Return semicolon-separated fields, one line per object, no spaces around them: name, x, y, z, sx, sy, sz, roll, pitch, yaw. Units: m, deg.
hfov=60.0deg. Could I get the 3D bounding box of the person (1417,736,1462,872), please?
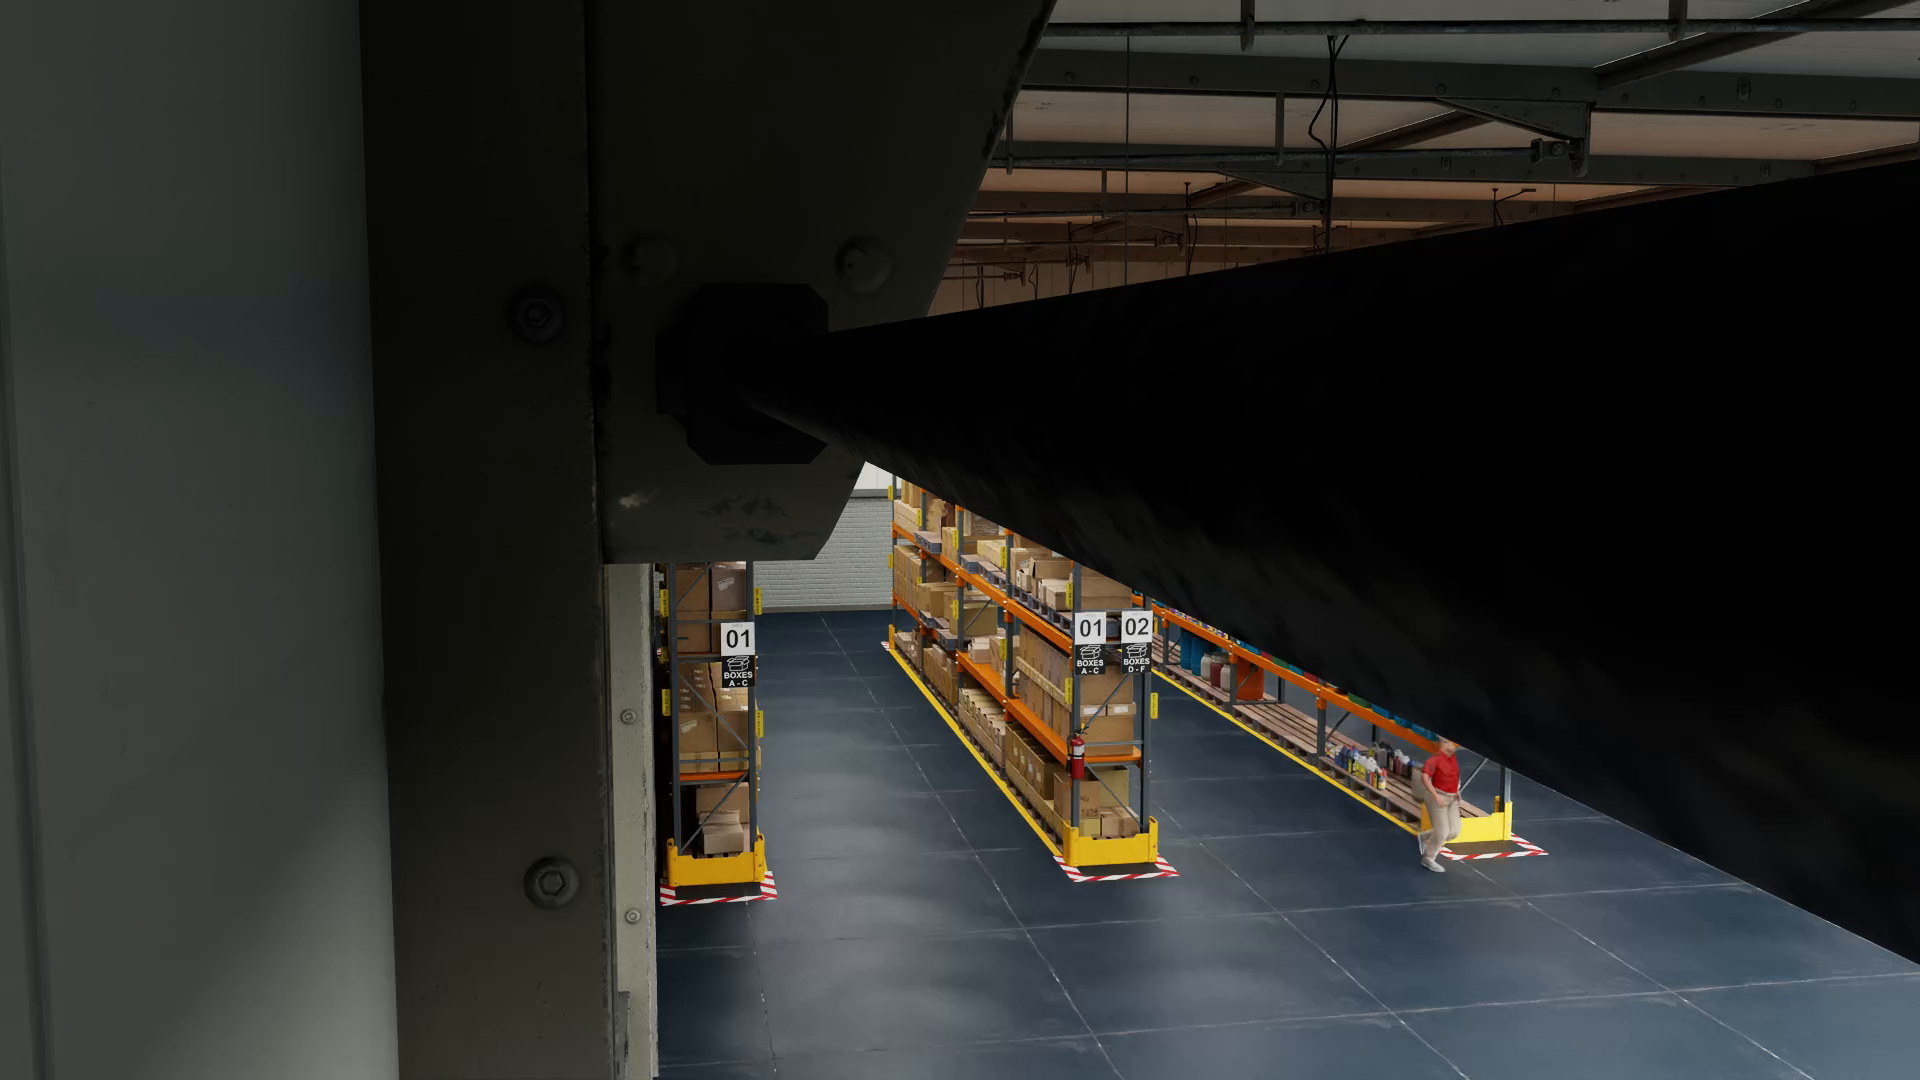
person;6.030;3.265;20.866;0.707;1.668;0.563;-5;8;-41
